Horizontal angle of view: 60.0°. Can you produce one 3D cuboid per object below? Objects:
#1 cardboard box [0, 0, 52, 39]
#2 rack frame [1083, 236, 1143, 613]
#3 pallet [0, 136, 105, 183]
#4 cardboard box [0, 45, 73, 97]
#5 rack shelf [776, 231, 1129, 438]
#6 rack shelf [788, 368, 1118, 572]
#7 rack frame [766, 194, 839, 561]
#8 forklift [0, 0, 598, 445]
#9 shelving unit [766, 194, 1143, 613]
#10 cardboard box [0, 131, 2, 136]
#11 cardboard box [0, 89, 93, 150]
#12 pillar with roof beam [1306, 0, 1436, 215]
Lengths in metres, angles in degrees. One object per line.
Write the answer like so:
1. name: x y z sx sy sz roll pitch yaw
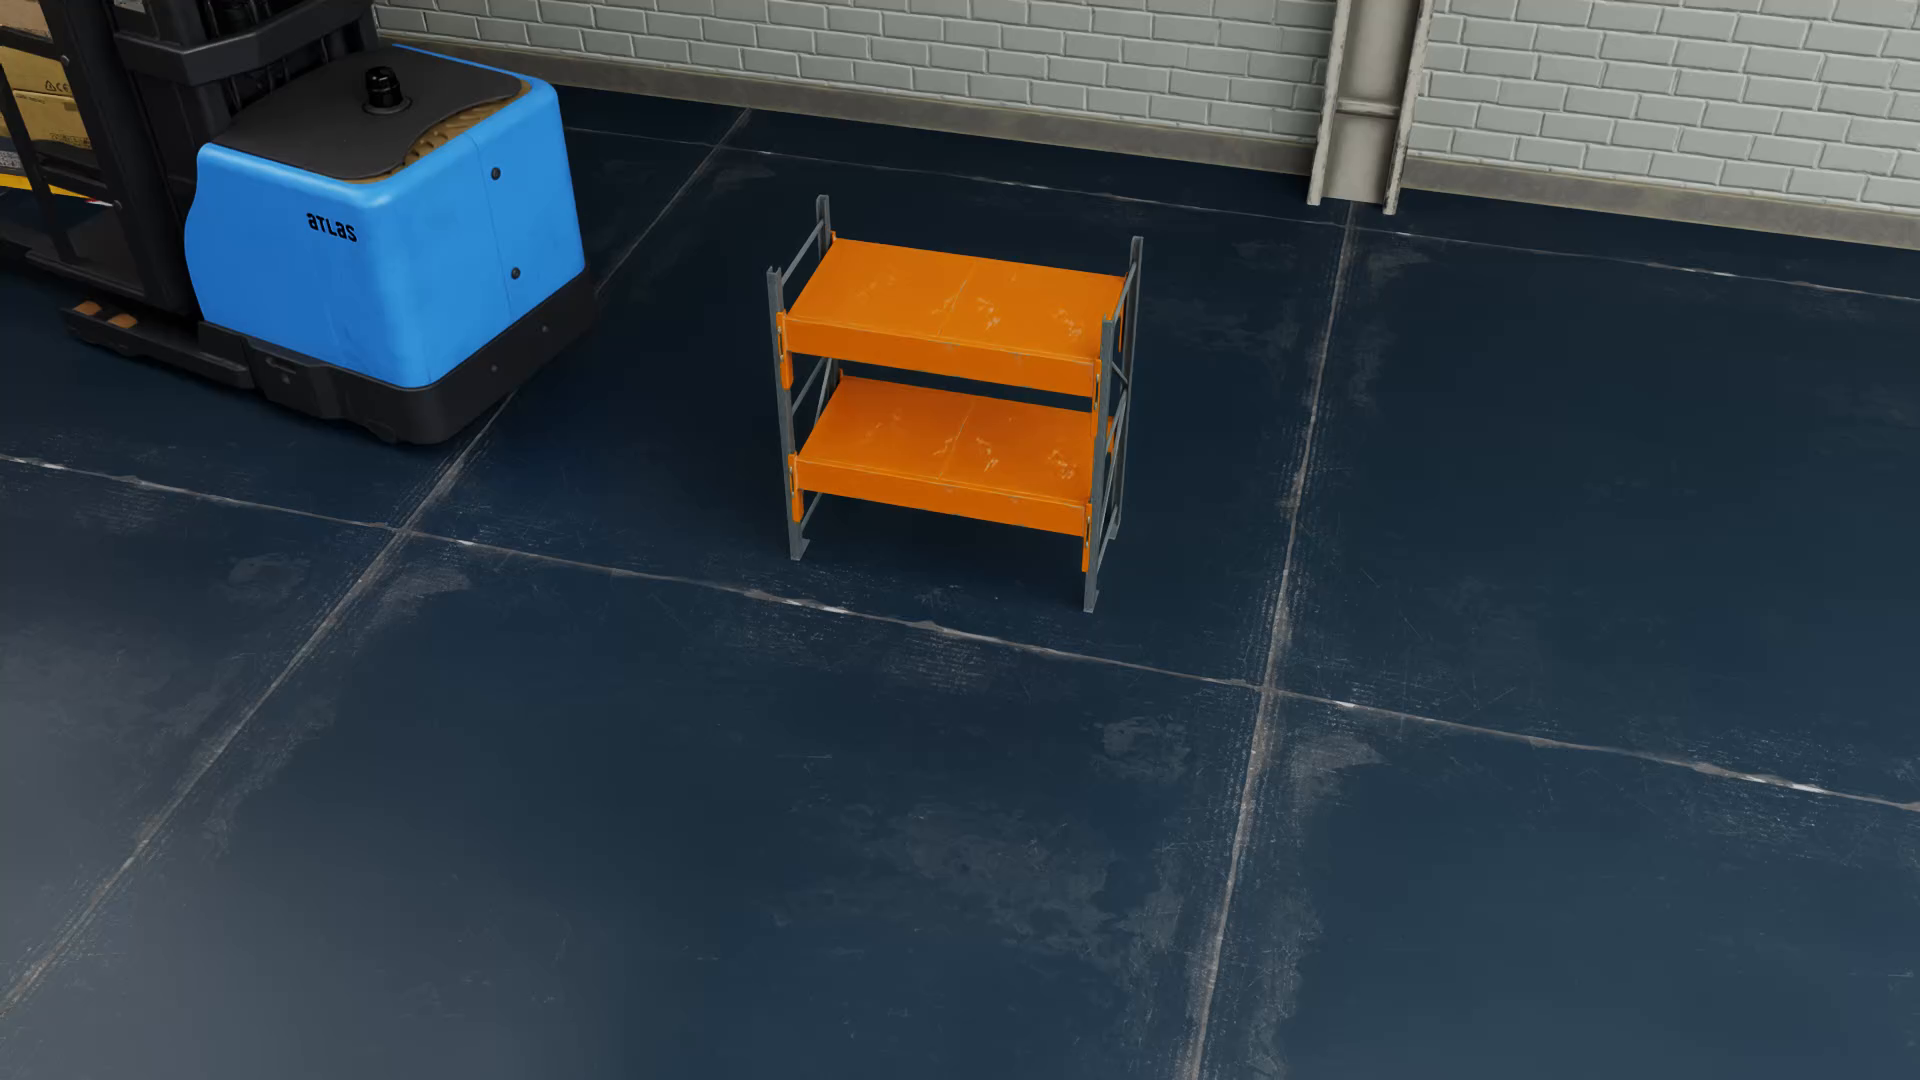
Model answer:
1. cardboard box: -4.074 -2.437 7.353 0.500 0.250 0.500 11 41 13
2. rack frame: 0.485 -0.347 5.289 0.032 1.125 0.500 10 41 11
3. pallet: -4.298 -2.096 8.082 1.213 0.211 1.003 10 41 11
4. cardboard box: -4.099 -2.249 7.518 0.500 0.250 0.500 9 41 11
5. rack shelf: -0.007 -0.656 5.201 1.000 0.278 0.538 10 41 11
6. rack shelf: -0.007 -0.245 5.547 1.000 0.278 0.538 10 41 11
7. rack frame: -0.498 -0.516 5.490 0.032 1.125 0.500 10 41 11
8. forklift: -3.009 -2.137 6.015 3.031 2.935 1.130 18 43 21
9. shelving unit: -0.007 -0.432 5.390 1.048 1.125 0.538 10 41 11
10. cardboard box: -4.562 -2.141 7.779 0.500 0.250 0.500 10 41 11
11. cardboard box: -4.084 -2.053 7.673 0.500 0.250 0.500 10 41 12
12. pillar with roof beam: 0.696 -2.364 1.568 0.400 9.000 9.100 10 41 11
